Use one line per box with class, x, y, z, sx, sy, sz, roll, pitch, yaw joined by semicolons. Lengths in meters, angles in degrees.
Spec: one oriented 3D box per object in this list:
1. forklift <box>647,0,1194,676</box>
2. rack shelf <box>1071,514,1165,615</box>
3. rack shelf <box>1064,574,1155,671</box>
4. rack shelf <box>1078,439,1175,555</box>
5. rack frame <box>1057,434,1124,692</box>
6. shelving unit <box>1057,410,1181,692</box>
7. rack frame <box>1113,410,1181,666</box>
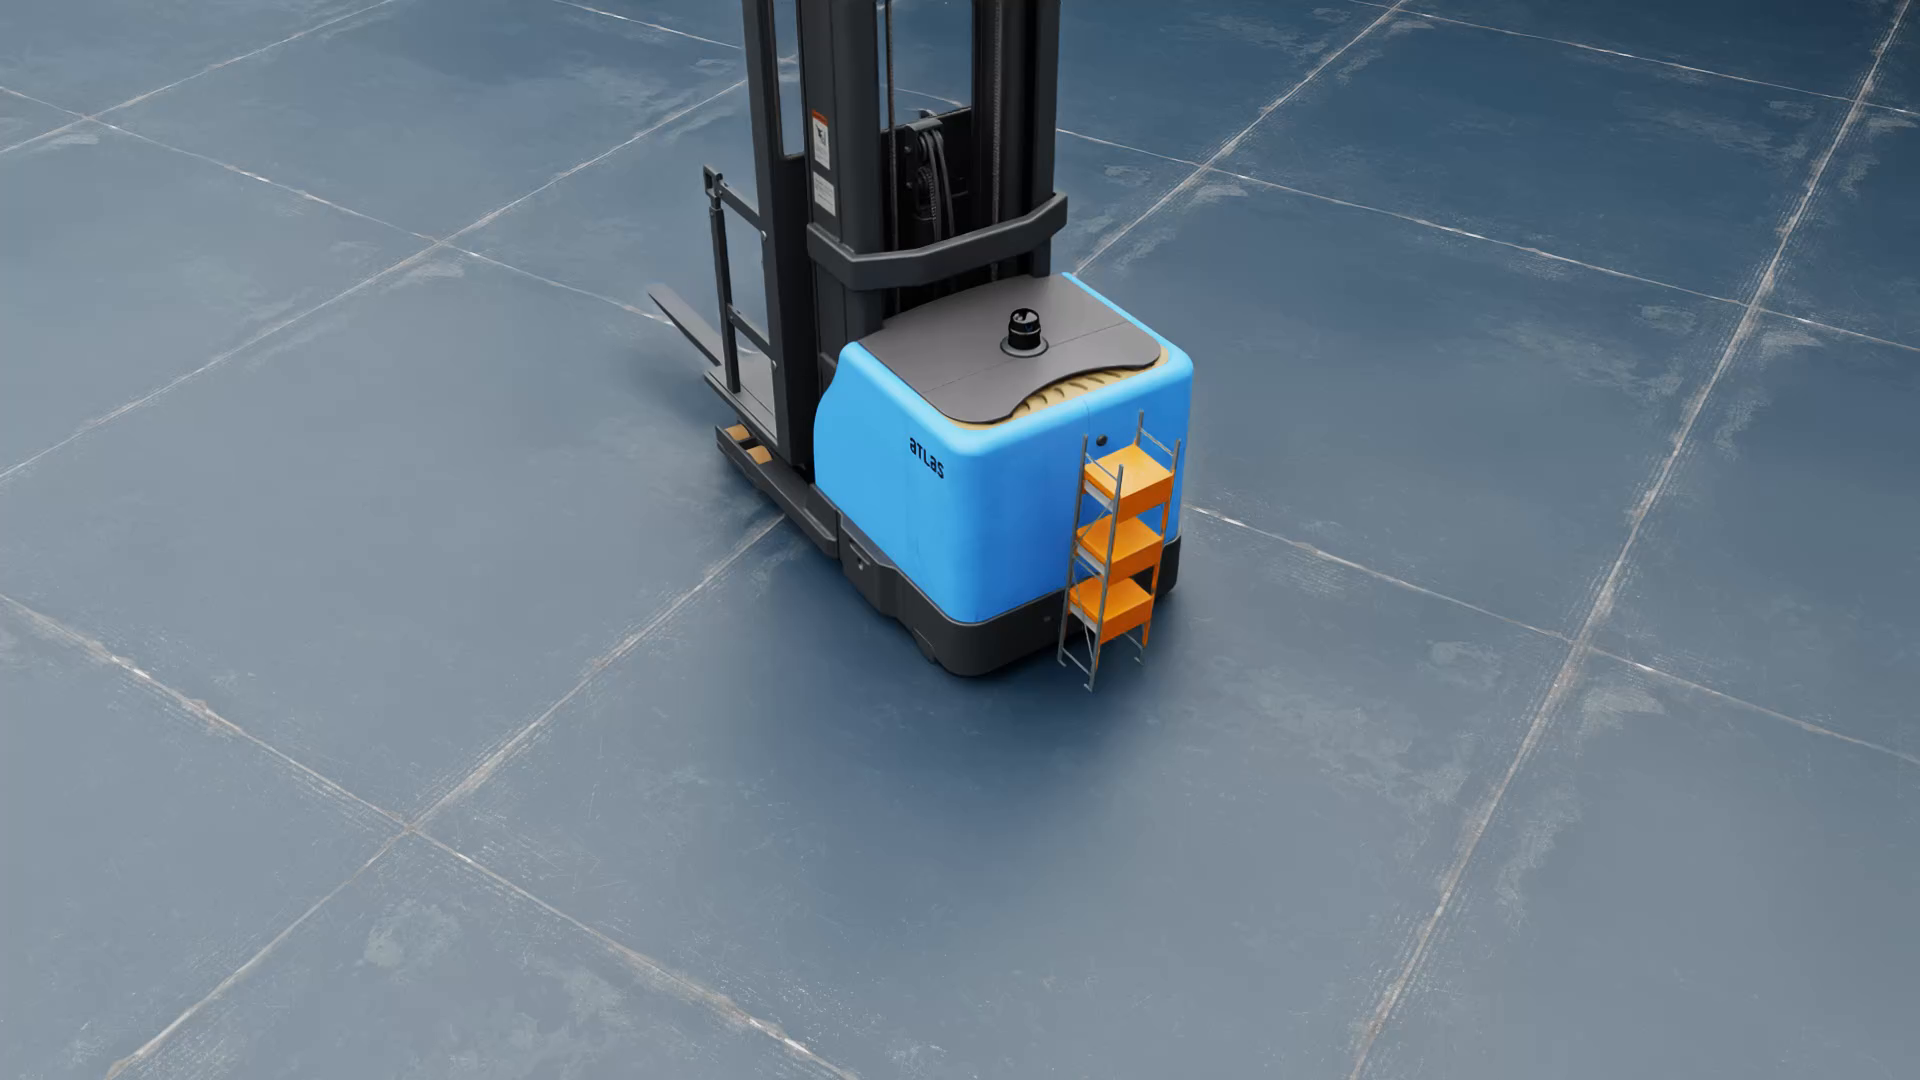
forklift;-0.388;-1.536;6.341;1.130;2.935;3.031;-22;43;-26
rack shelf;0.541;0.066;5.810;0.240;0.259;0.215;-24;48;-28
rack shelf;0.529;0.275;5.992;0.240;0.259;0.215;-24;48;-28
rack shelf;0.554;-0.148;5.623;0.240;0.259;0.215;-24;48;-28
rack frame;0.443;0.102;5.746;0.008;1.050;0.200;-24;48;-28
shelving unit;0.542;0.058;5.803;0.252;1.050;0.215;-24;48;-28
rack frame;0.640;0.014;5.860;0.008;1.050;0.200;-24;48;-28
